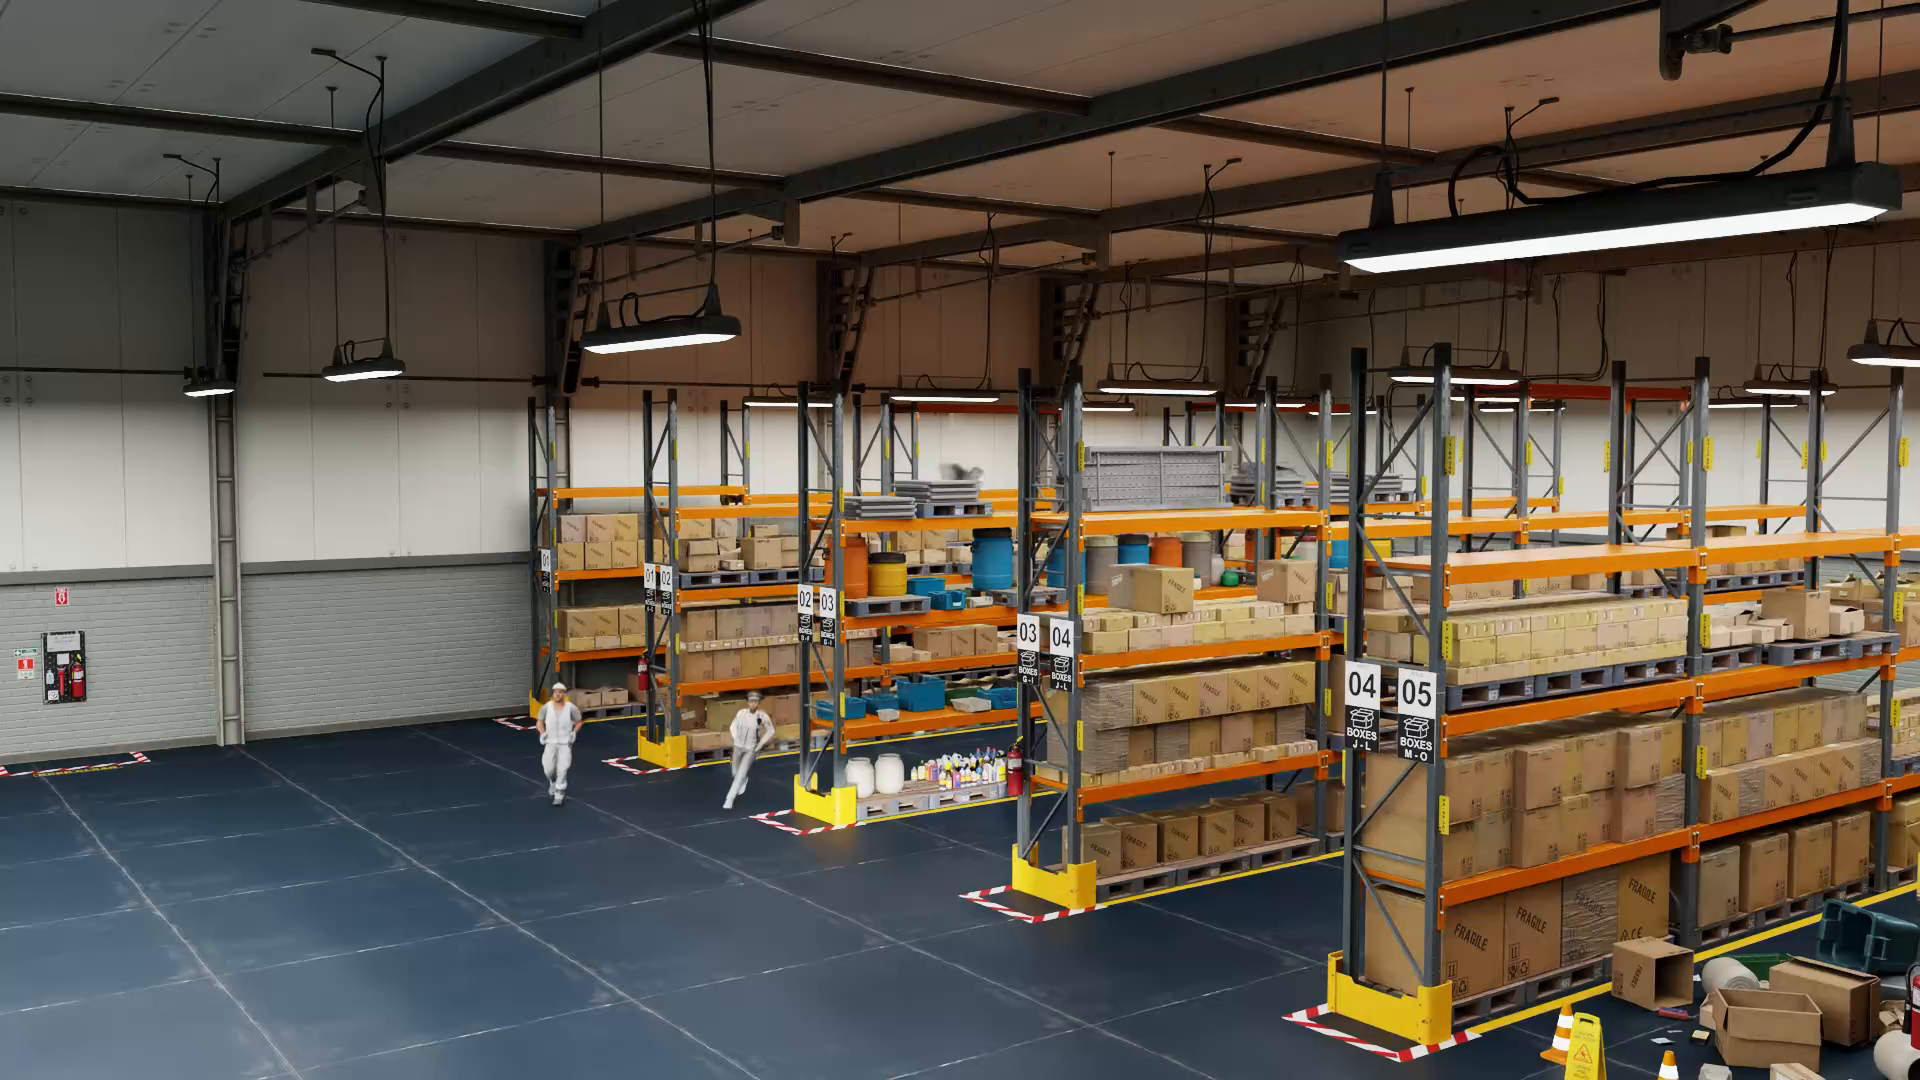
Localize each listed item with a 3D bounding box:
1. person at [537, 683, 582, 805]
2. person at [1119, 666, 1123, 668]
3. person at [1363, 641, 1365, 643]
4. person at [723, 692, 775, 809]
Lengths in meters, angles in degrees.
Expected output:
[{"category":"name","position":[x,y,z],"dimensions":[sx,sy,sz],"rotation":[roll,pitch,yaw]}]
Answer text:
[{"category":"person","position":[-5.702,2.896,23.642],"dimensions":[0.635,1.740,0.583],"rotation":[0,3,-8]},{"category":"person","position":[2.529,2.634,28.600],"dimensions":[0.552,1.676,0.643],"rotation":[-3,4,-40]},{"category":"person","position":[8.333,2.347,34.083],"dimensions":[0.656,1.685,0.758],"rotation":[2,4,30]},{"category":"person","position":[-2.970,2.957,23.697],"dimensions":[0.644,1.643,0.827],"rotation":[1,3,12]}]
